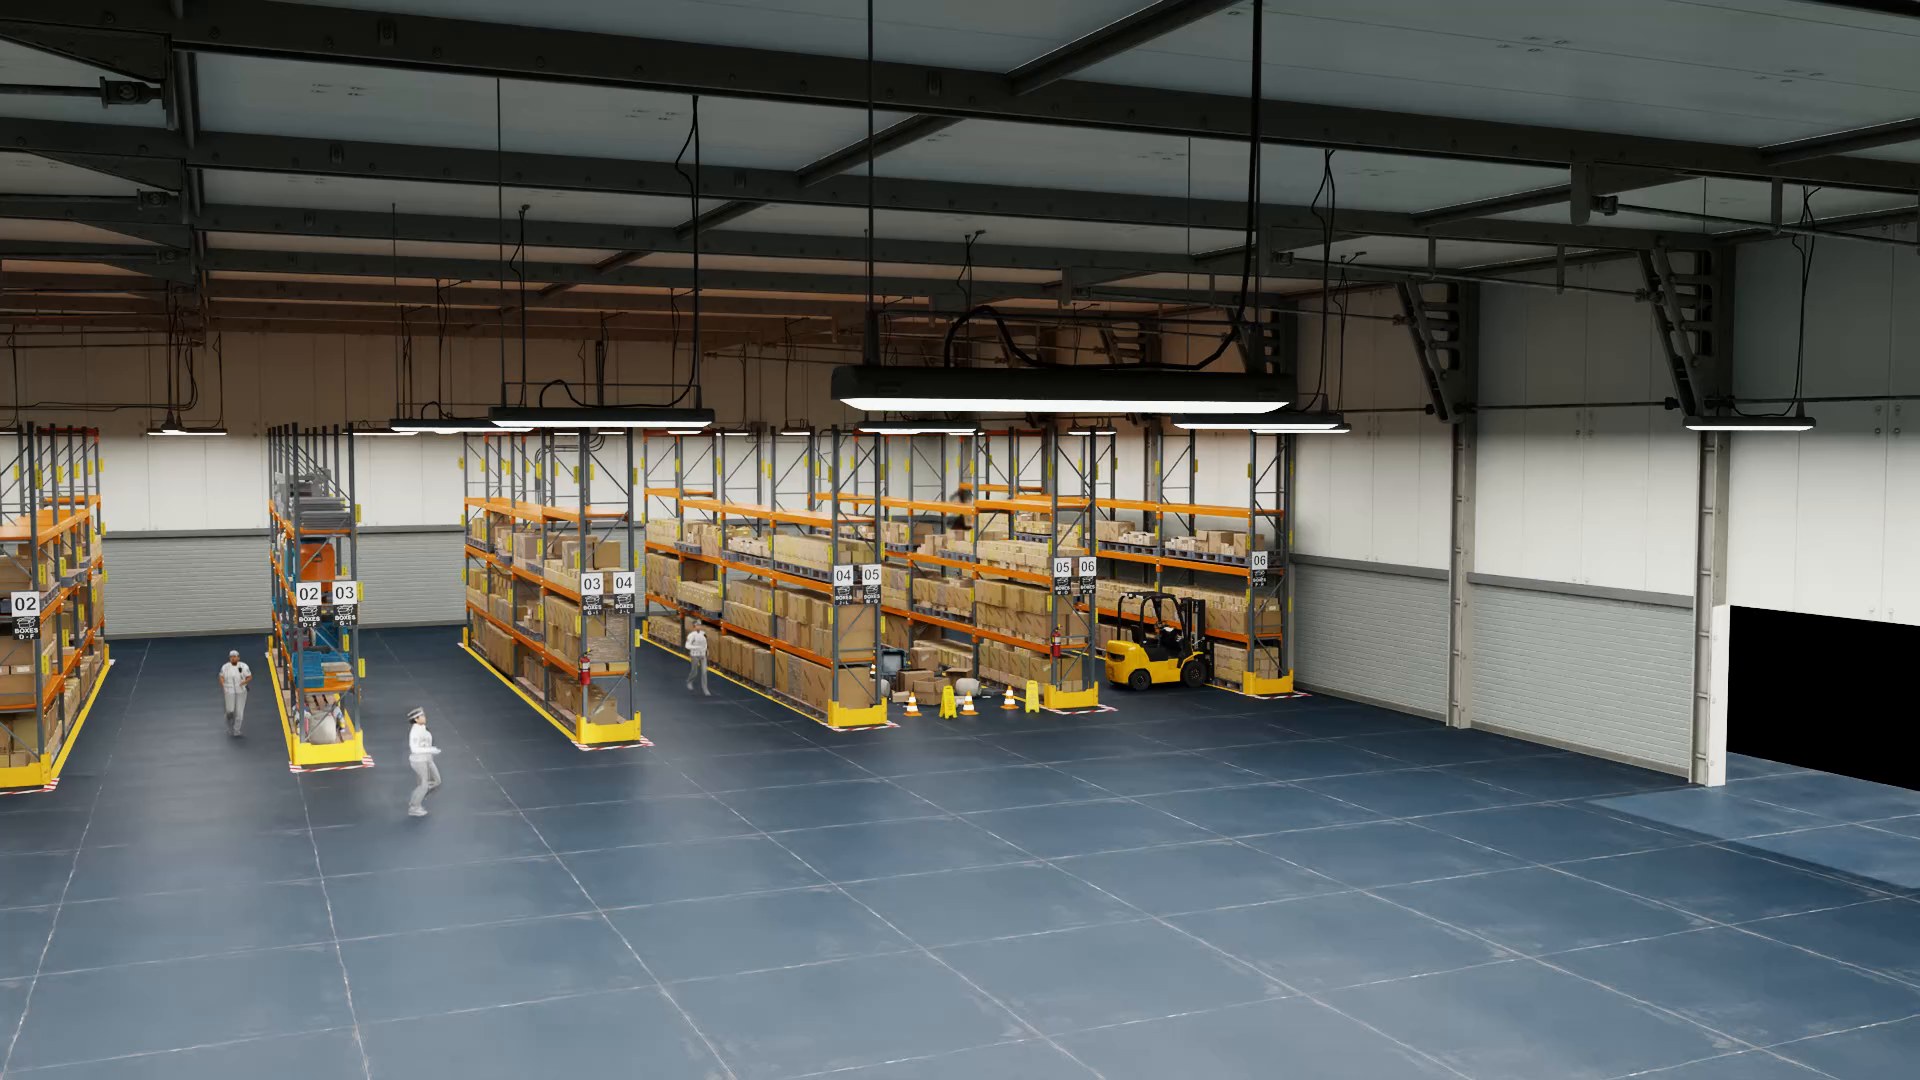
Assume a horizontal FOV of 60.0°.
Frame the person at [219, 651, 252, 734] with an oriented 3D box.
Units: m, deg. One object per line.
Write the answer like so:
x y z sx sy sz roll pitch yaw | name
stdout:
-13.955 2.946 32.040 0.588 1.634 0.574 -1 4 -21 | person

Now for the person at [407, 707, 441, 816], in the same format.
-8.094 3.346 25.177 0.554 1.649 0.602 0 3 -1 | person

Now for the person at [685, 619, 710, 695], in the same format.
-5.811 2.584 36.981 0.617 1.667 0.958 -2 4 -35 | person
